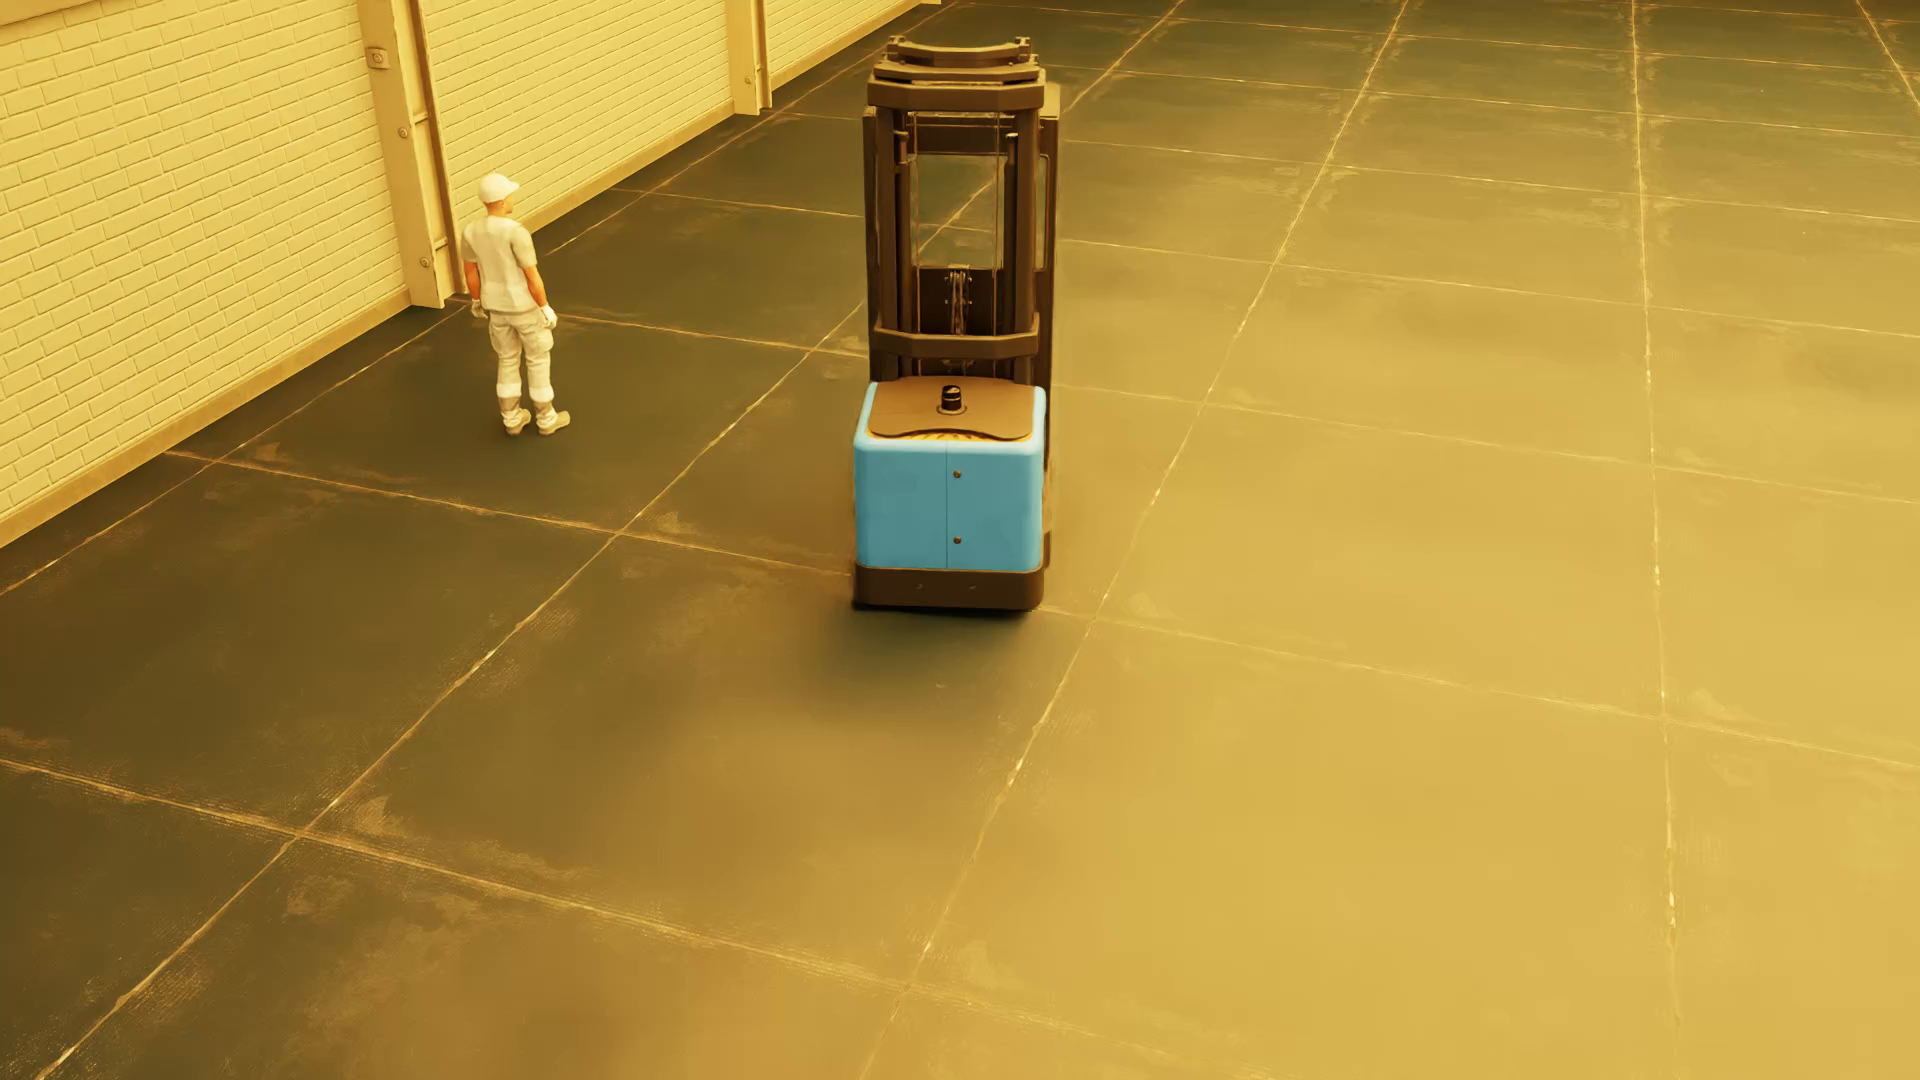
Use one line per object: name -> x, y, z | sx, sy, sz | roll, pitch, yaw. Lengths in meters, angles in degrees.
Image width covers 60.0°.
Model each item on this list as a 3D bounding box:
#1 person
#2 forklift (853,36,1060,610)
person -> -2.940, -1.557, 11.023 | 0.626, 1.794, 0.383 | 9, 31, 16
forklift -> 0.018, -1.583, 9.914 | 1.130, 2.935, 3.031 | 2, 30, 3
